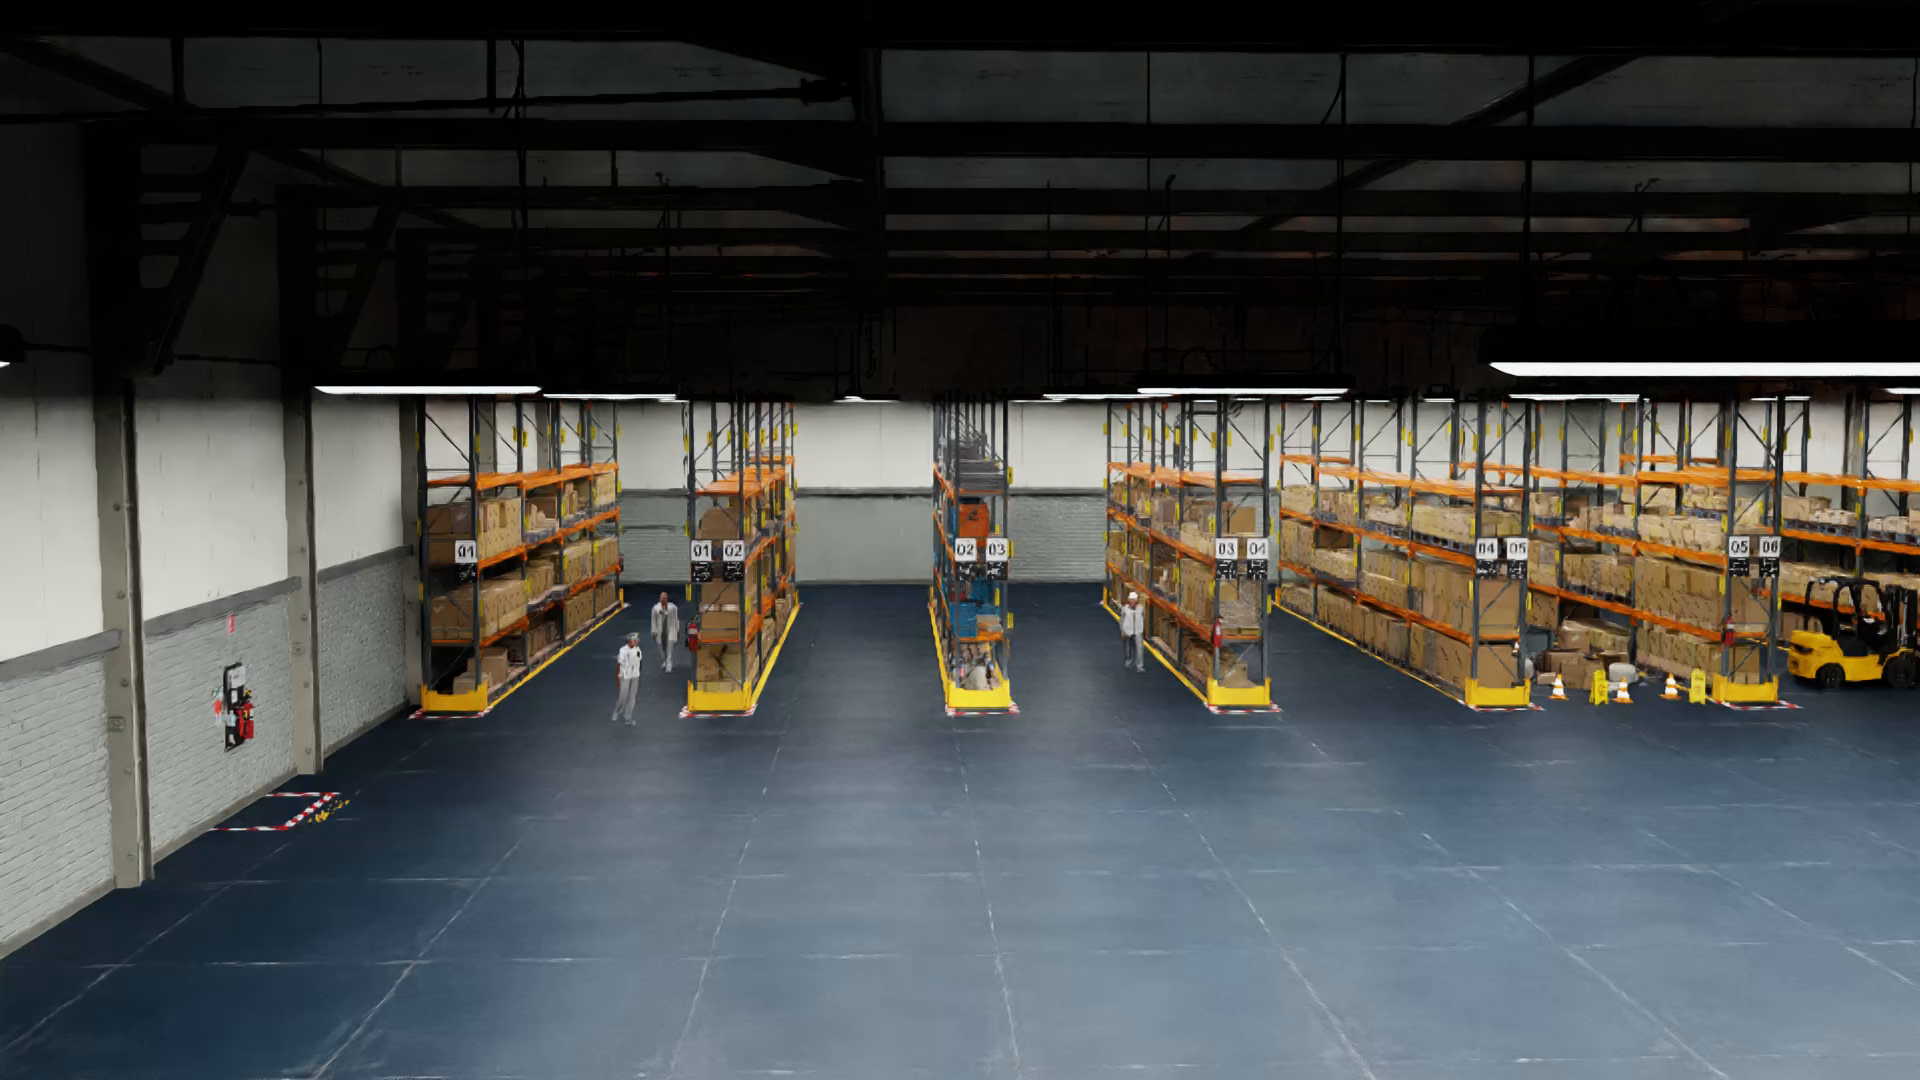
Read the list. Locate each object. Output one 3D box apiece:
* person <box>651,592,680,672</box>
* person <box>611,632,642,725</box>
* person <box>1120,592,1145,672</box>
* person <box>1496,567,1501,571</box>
[{"bbox_3d":[-6.329,1.950,35.646,0.598,1.698,1.194,0,5,0],"label":"person"},{"bbox_3d":[-5.975,2.468,29.779,0.526,1.666,0.525,-4,6,-39],"label":"person"},{"bbox_3d":[3.702,1.951,35.682,0.544,1.695,1.101,0,5,1],"label":"person"},{"bbox_3d":[13.302,1.493,41.498,0.556,1.664,0.584,2,5,19],"label":"person"}]
